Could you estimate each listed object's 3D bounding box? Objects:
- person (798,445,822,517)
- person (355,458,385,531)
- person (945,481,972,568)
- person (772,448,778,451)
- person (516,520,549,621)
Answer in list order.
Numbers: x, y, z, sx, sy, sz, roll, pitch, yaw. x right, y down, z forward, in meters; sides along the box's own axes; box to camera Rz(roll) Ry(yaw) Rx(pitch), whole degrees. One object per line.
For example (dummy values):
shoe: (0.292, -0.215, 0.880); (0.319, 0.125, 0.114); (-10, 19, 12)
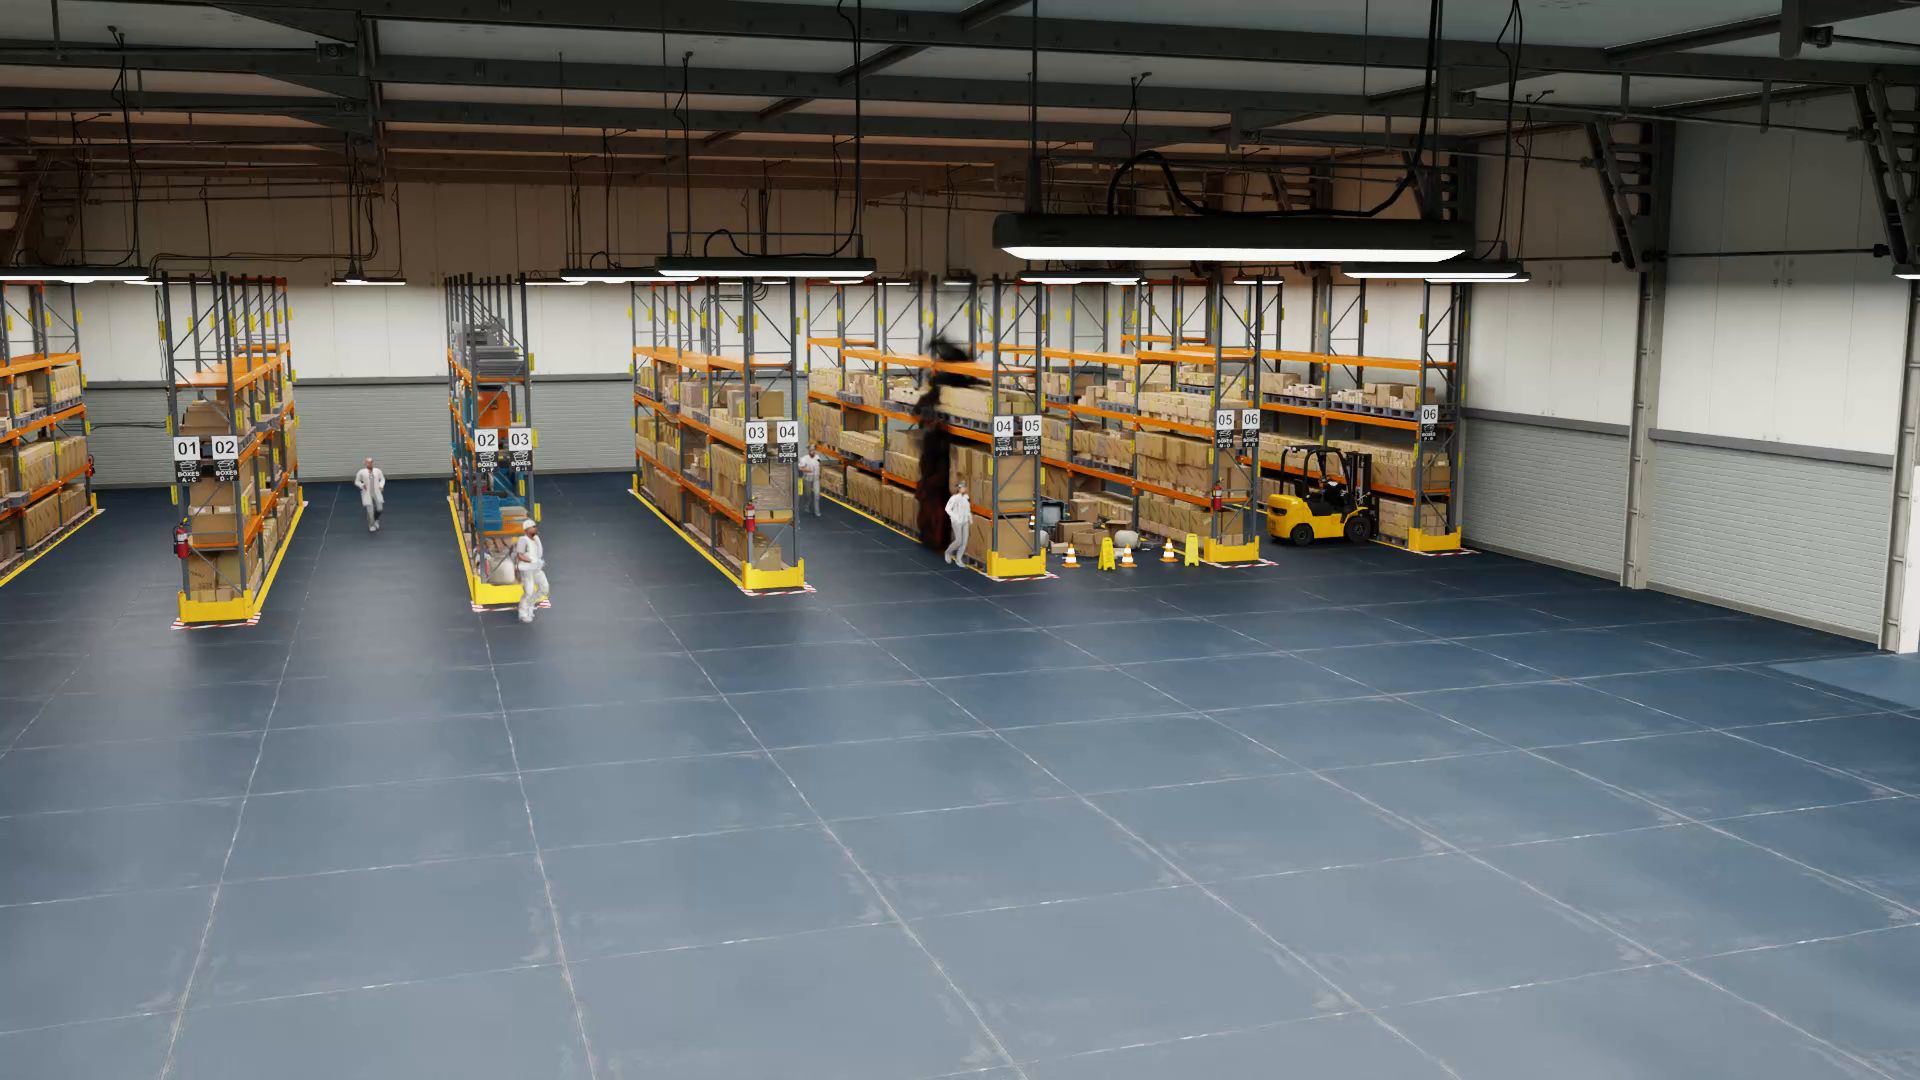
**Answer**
person: (-3.792, -1.523, 42.297); (0.650, 1.828, 0.864); (-3, 9, -17)
person: (-13.915, -1.068, 39.359); (0.703, 1.729, 0.598); (-5, 10, -30)
person: (0.007, -0.335, 32.964); (0.634, 1.702, 0.573); (-7, 11, -39)
person: (-5.471, -2.359, 48.343); (0.616, 1.651, 0.787); (5, 10, 28)
person: (-7.397, 0.520, 28.850); (0.634, 1.758, 0.713); (4, 9, 23)
